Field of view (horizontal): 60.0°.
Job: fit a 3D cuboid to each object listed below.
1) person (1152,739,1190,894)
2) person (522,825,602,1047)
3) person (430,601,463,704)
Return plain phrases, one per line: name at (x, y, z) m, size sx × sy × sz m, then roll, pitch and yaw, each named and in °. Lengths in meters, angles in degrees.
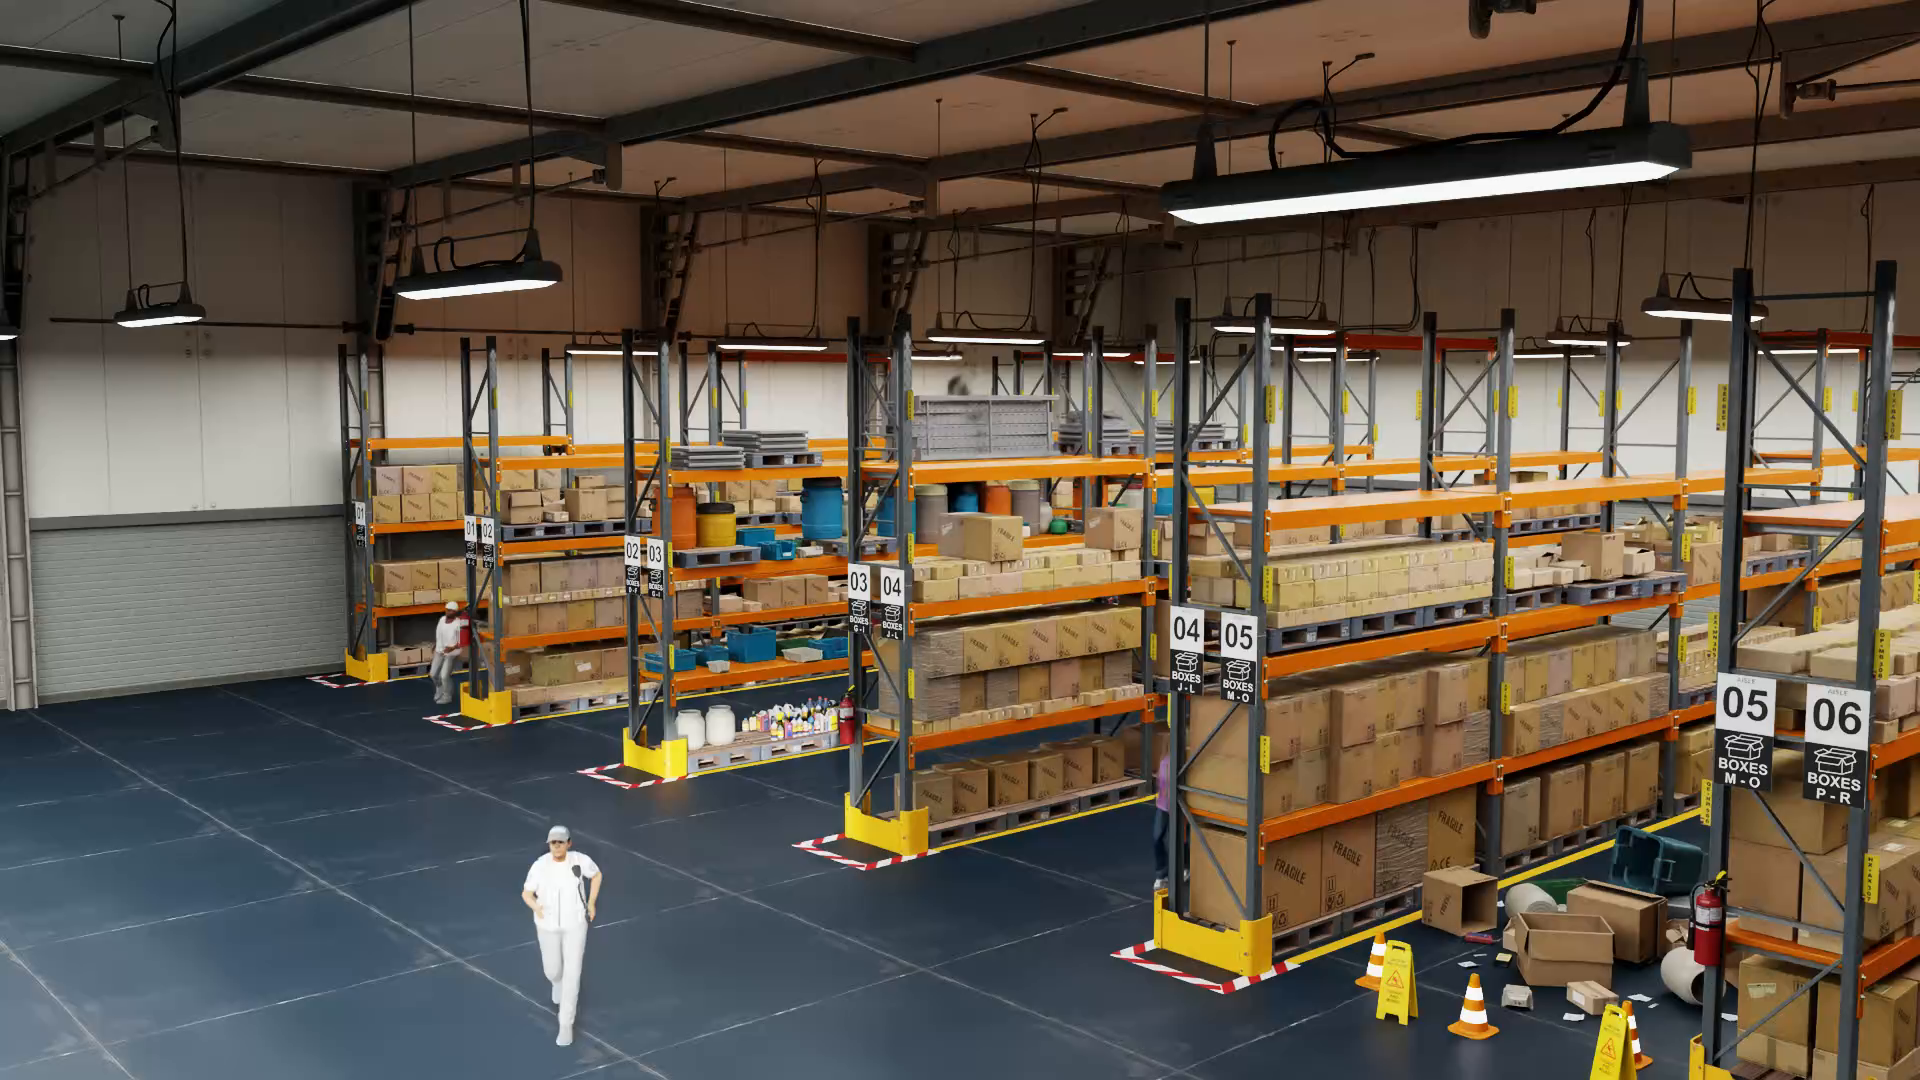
person at (2.215, 2.834, 17.196) m, size 0.519 × 1.644 × 0.722 m, roll 3°, pitch 6°, yaw 32°
person at (-3.229, 3.137, 13.504) m, size 0.617 × 1.678 × 0.920 m, roll -1°, pitch 5°, yaw -7°
person at (-8.428, 1.857, 27.344) m, size 0.718 × 1.710 × 0.557 m, roll 2°, pitch 5°, yaw 18°
